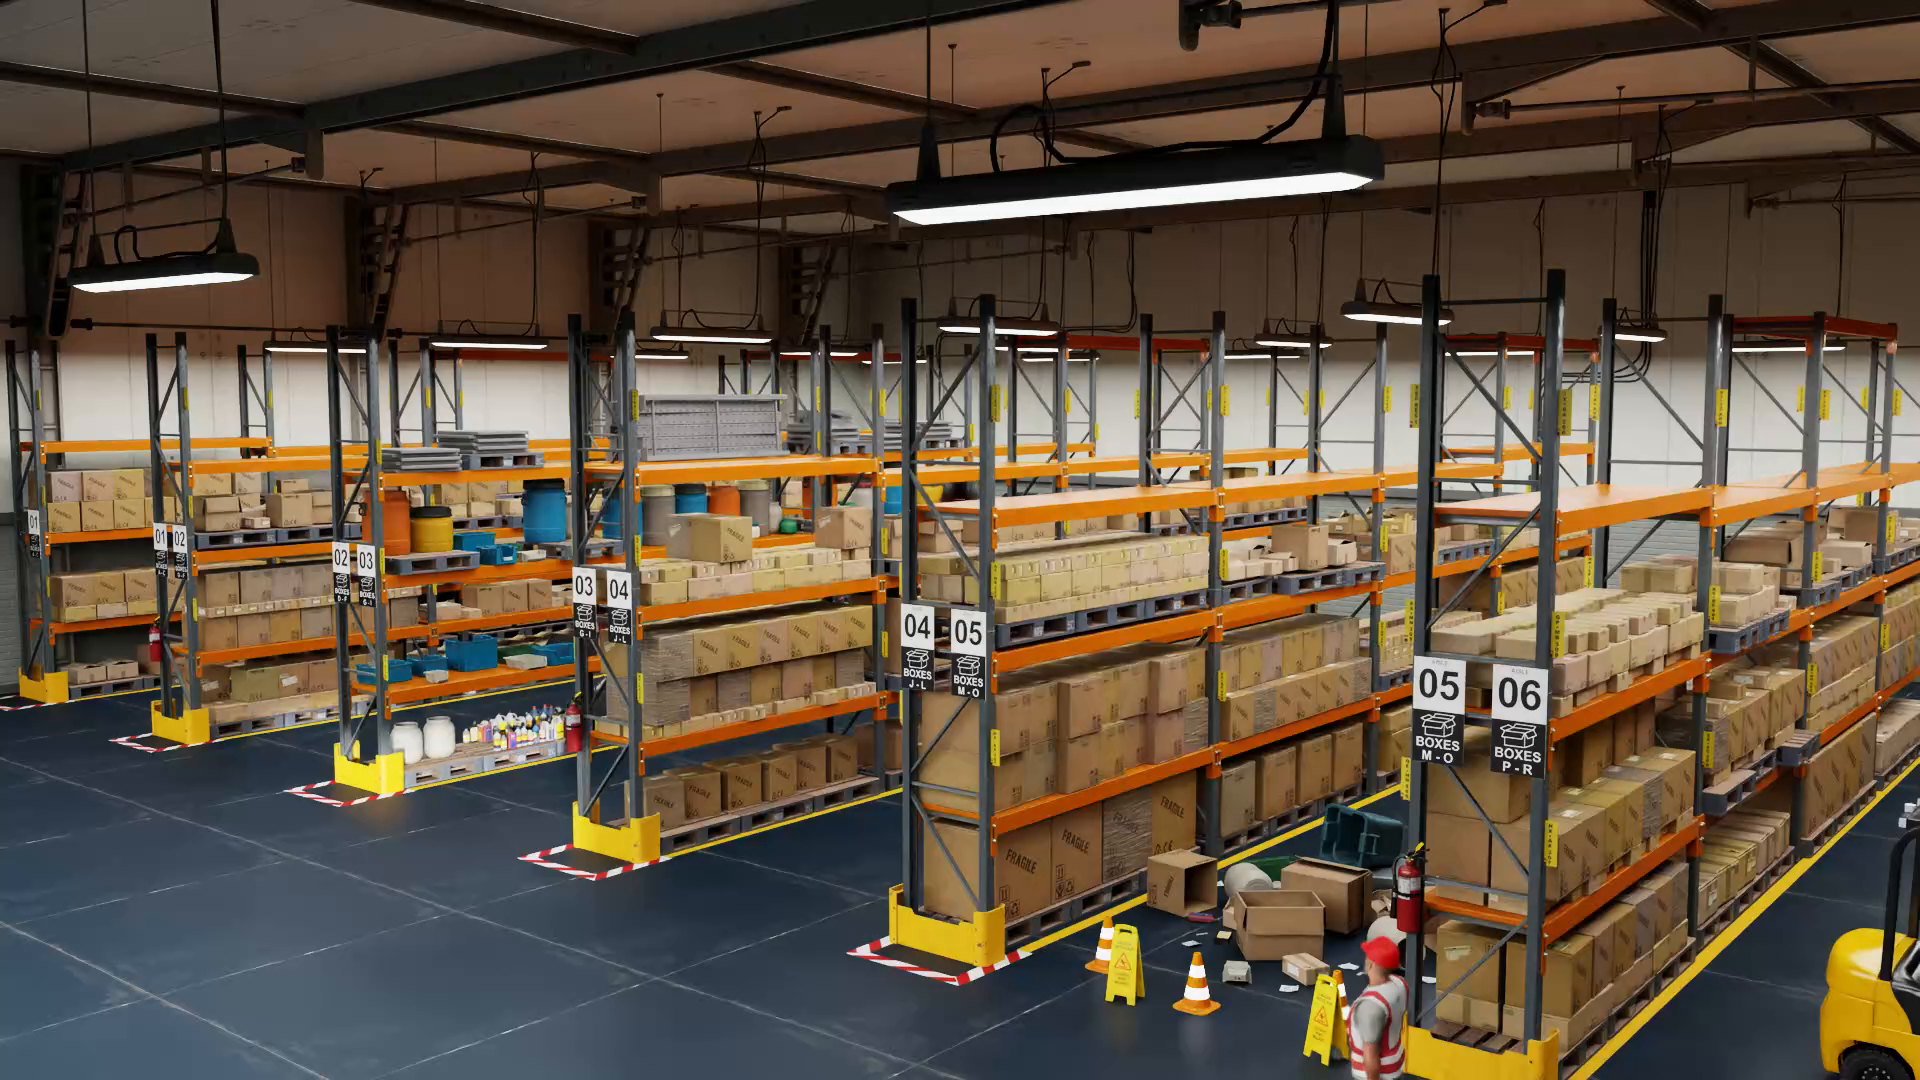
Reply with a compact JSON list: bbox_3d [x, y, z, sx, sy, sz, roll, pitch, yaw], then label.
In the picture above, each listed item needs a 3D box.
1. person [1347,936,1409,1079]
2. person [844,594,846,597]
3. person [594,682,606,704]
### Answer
[{"bbox_3d":[2.609,3.325,10.416,0.431,1.800,0.741,2,6,24],"label":"person"},{"bbox_3d":[-2.545,0.802,39.690,0.571,1.687,0.889,4,6,35],"label":"person"},{"bbox_3d":[-5.582,1.845,26.971,0.724,1.777,0.504,-2,5,-17],"label":"person"}]
